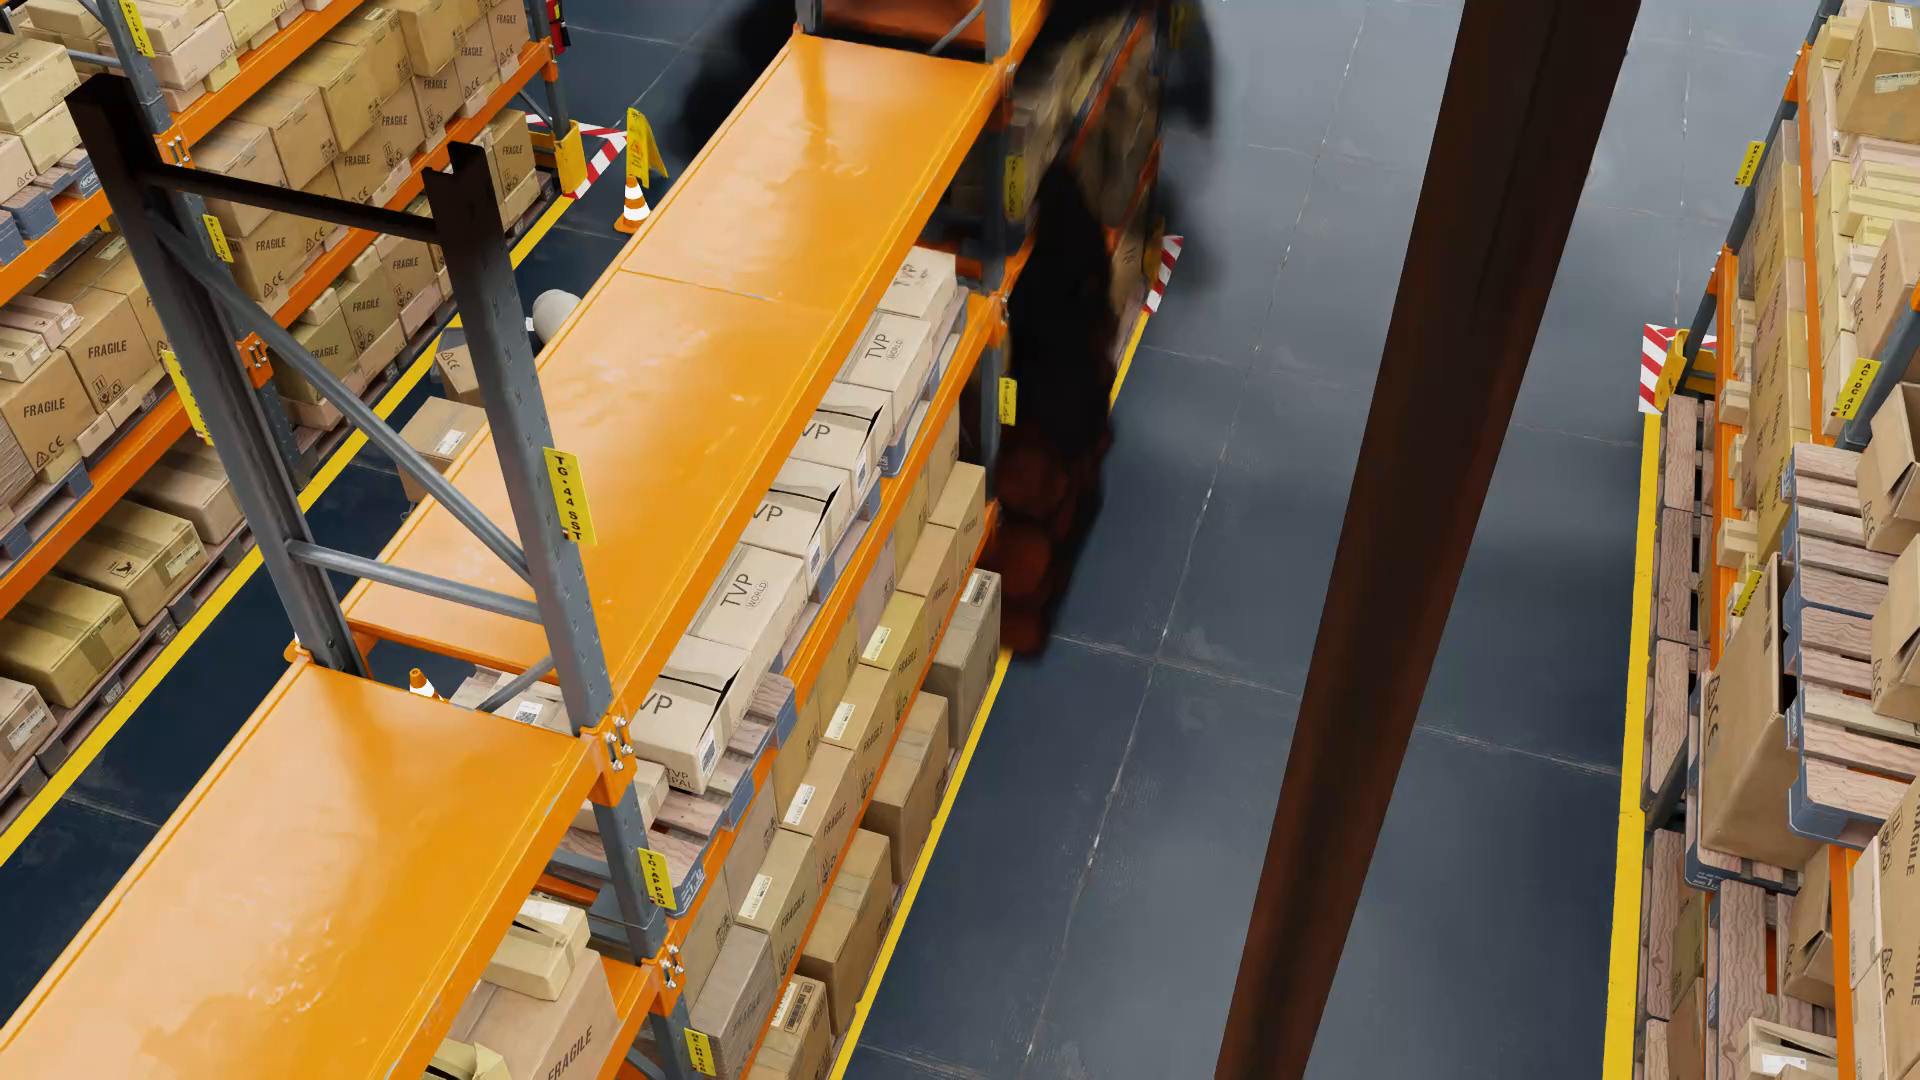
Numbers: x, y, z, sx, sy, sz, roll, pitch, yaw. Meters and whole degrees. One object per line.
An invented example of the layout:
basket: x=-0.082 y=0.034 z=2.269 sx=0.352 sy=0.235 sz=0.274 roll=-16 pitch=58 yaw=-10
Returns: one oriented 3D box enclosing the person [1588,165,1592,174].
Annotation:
person: x=5.012 y=-3.658 z=13.468 sx=0.742 sy=1.723 sz=0.733 roll=-28 pitch=52 yaw=-25
